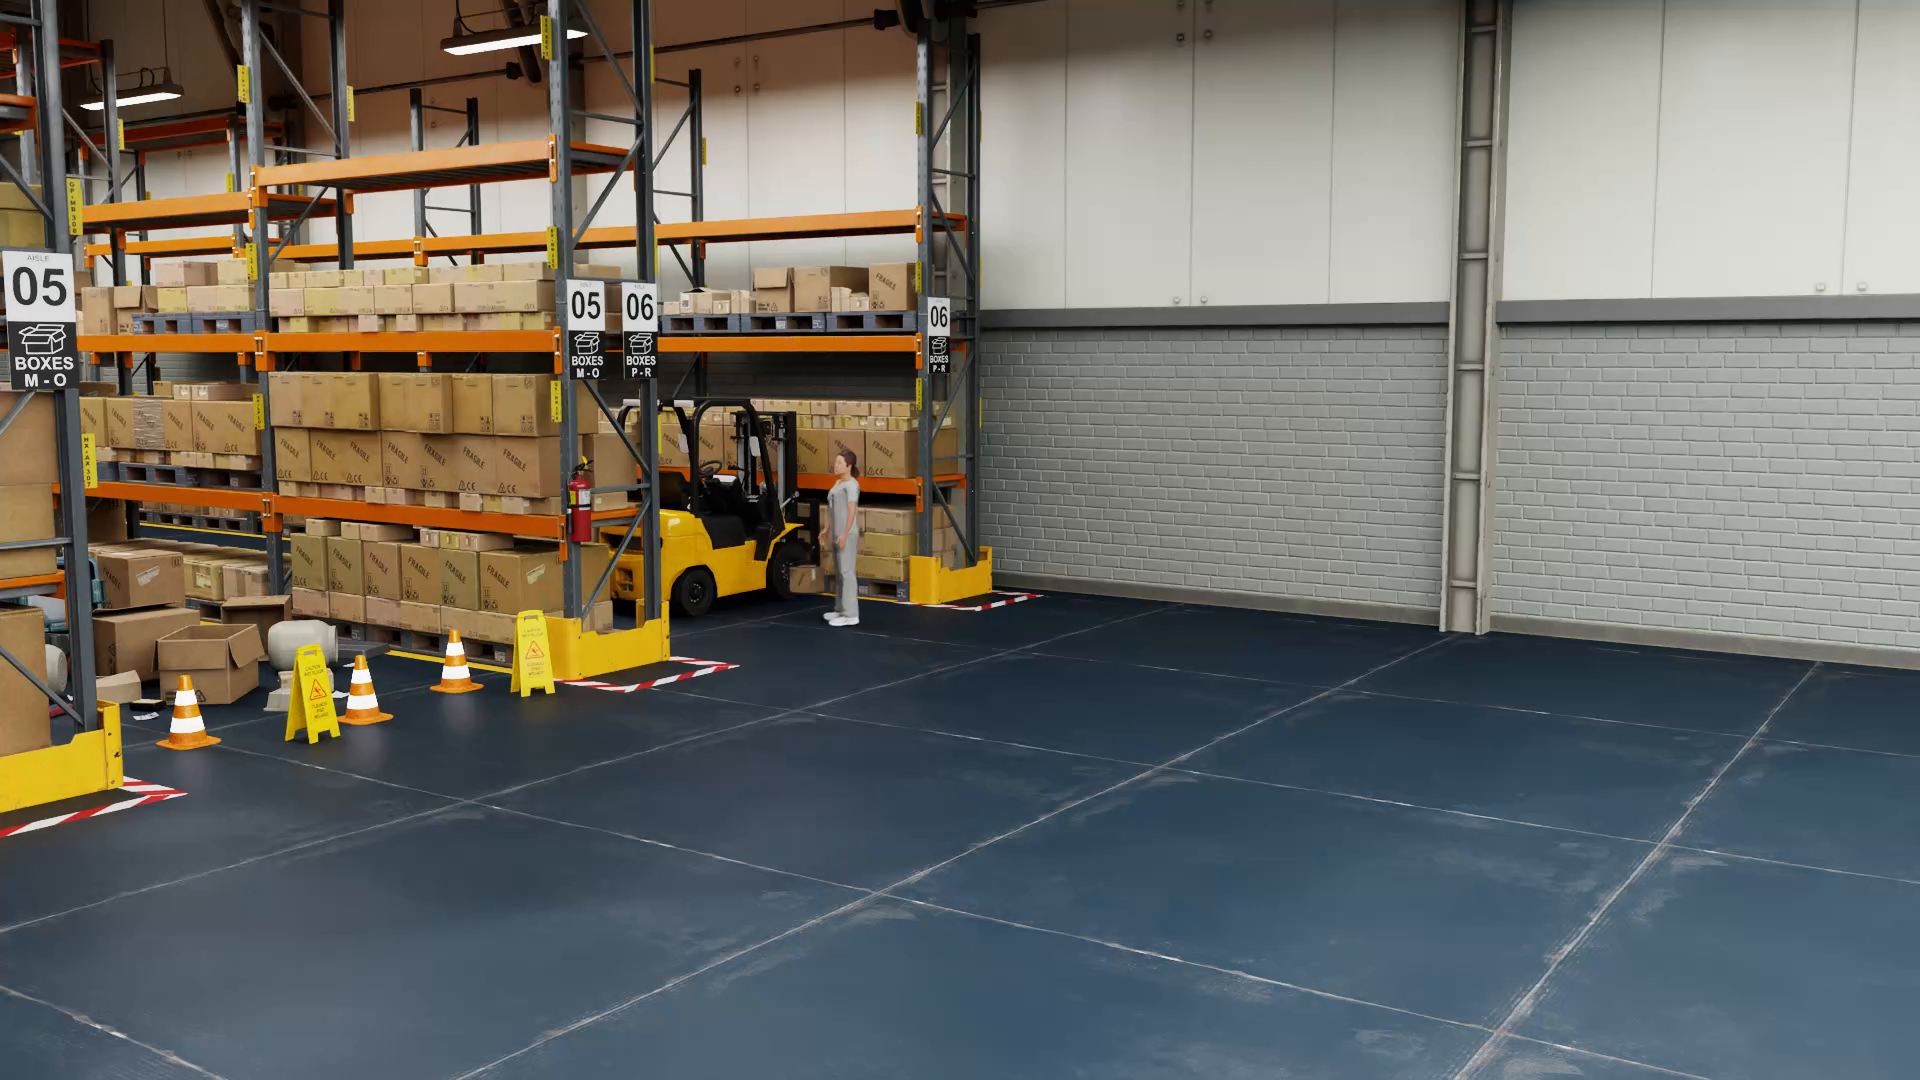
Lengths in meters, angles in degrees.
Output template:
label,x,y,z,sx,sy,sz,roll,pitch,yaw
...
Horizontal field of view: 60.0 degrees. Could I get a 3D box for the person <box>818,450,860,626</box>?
label,x,y,z,sx,sy,sz,roll,pitch,yaw
person,-1.143,-0.031,16.065,0.396,1.681,0.540,-3,7,-21
